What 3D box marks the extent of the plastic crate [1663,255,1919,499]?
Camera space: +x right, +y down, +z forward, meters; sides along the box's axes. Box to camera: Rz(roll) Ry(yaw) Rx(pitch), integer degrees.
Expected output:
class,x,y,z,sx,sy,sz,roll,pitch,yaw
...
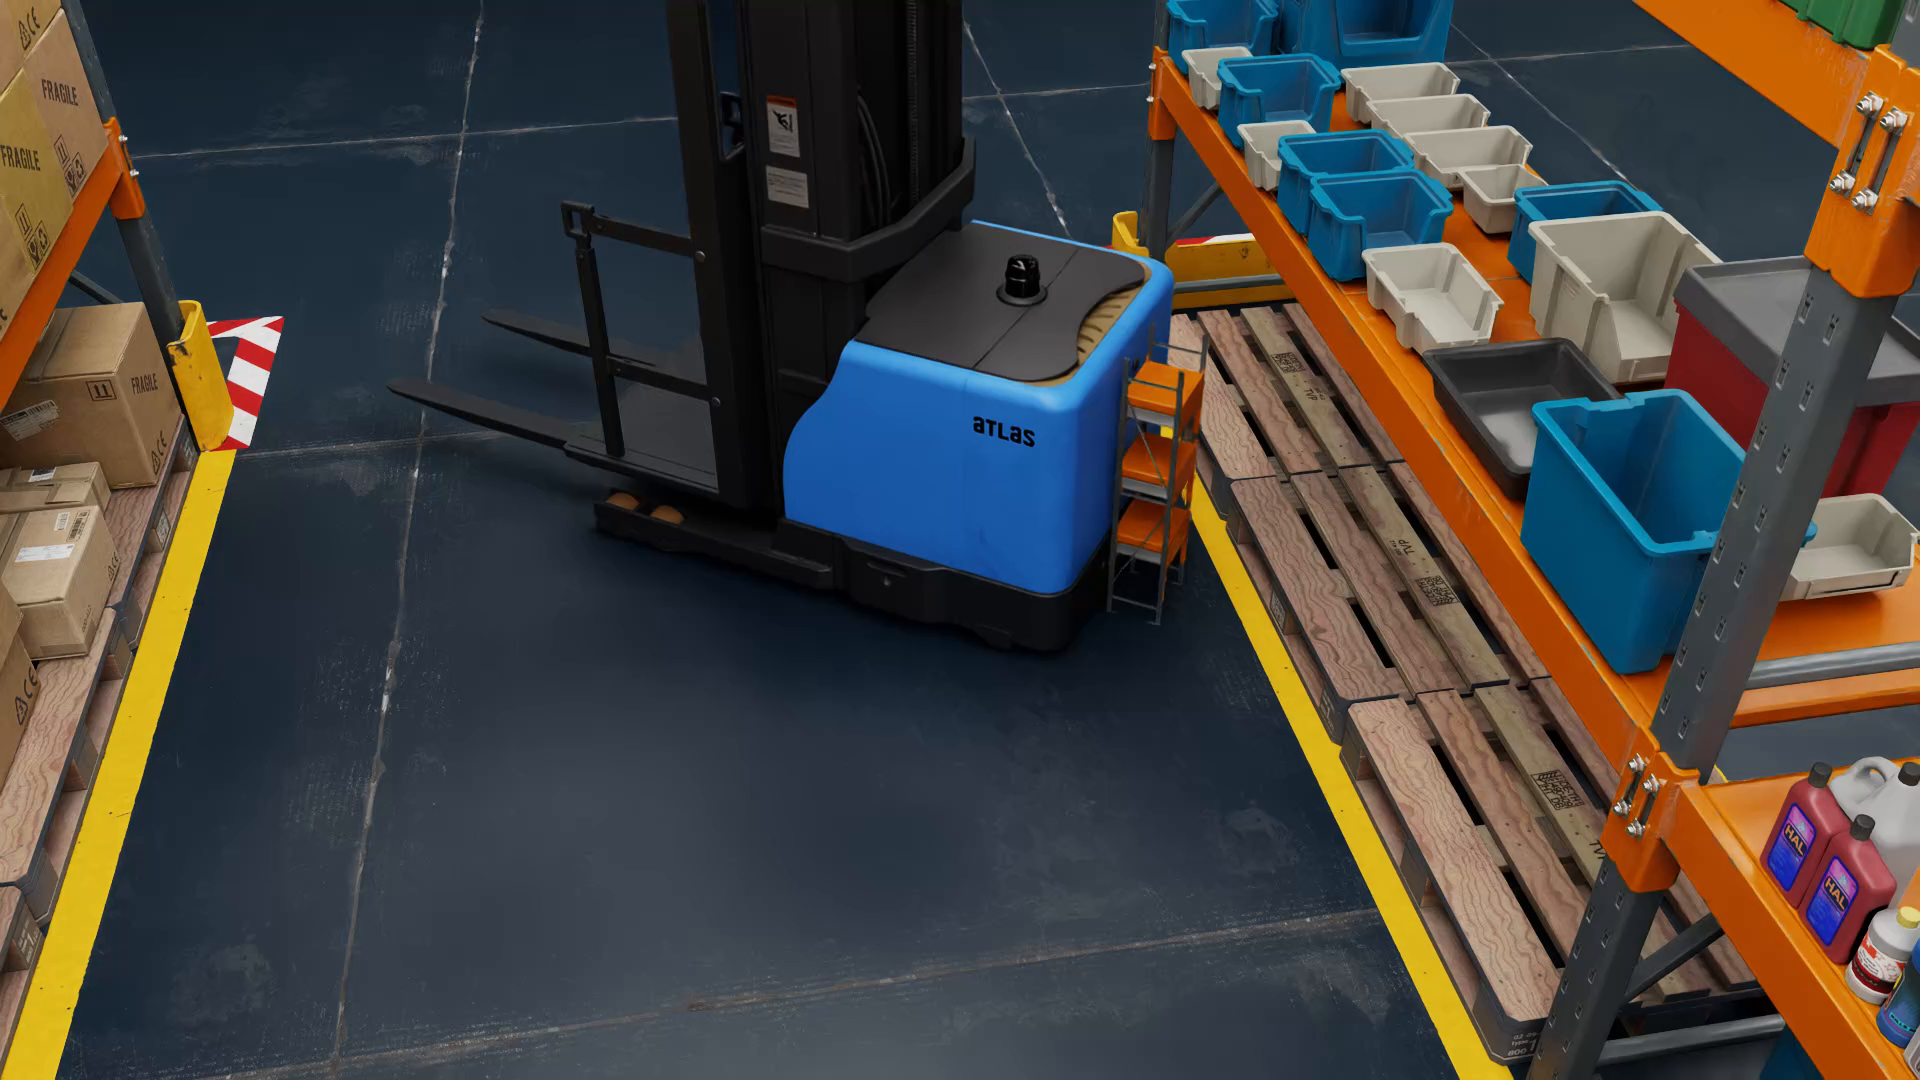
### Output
class,x,y,z,sx,sy,sz,roll,pitch,yaw
plastic crate,2.071,-0.367,4.176,0.402,0.464,0.583,-6,38,-8

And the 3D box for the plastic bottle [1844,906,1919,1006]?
class,x,y,z,sx,sy,sz,roll,pitch,yaw
plastic bottle,1.686,0.743,3.011,0.097,0.201,0.097,0,38,0

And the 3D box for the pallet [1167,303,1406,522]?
class,x,y,z,sx,sy,sz,roll,pitch,yaw
pallet,1.386,-0.564,6.804,1.003,0.211,1.213,-6,38,-8

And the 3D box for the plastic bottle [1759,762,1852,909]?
class,x,y,z,sx,sy,sz,roll,pitch,yaw
plastic bottle,1.625,0.562,3.177,0.061,0.283,0.133,-6,38,-8

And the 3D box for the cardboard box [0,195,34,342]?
class,x,y,z,sx,sy,sz,roll,pitch,yaw
cardboard box,-3.075,-0.820,4.779,0.500,0.500,0.500,-6,38,-8

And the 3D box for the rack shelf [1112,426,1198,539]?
class,x,y,z,sx,sy,sz,roll,pitch,yaw
rack shelf,0.664,-0.197,5.665,0.215,0.259,0.240,16,40,19

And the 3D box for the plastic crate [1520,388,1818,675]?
class,x,y,z,sx,sy,sz,roll,pitch,yaw
plastic crate,1.563,-0.014,3.787,0.392,0.384,0.575,-6,38,-8

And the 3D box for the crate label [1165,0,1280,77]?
class,x,y,z,sx,sy,sz,roll,pitch,yaw
crate label,0.998,-1.940,6.390,0.416,0.233,0.303,-6,38,-8

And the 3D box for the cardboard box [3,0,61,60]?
class,x,y,z,sx,sy,sz,roll,pitch,yaw
cardboard box,-3.249,-1.832,5.267,0.500,0.500,0.500,-7,38,-8

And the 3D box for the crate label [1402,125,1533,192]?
class,x,y,z,sx,sy,sz,roll,pitch,yaw
crate label,1.710,-1.272,5.608,0.396,0.136,0.243,-6,38,-8

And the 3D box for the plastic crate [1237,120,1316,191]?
class,x,y,z,sx,sy,sz,roll,pitch,yaw
plastic crate,1.092,-1.290,5.632,0.250,0.136,0.298,-6,38,-8

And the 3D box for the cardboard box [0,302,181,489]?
class,x,y,z,sx,sy,sz,roll,pitch,yaw
cardboard box,-3.260,-0.522,6.155,0.500,0.500,0.500,-6,38,-8

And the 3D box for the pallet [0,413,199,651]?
class,x,y,z,sx,sy,sz,roll,pitch,yaw
pallet,-3.444,-0.008,6.089,1.003,0.211,1.213,-6,38,-8

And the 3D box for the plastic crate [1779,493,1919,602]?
class,x,y,z,sx,sy,sz,roll,pitch,yaw
plastic crate,2.040,0.033,3.929,0.396,0.136,0.243,-6,38,-8

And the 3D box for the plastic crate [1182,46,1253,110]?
class,x,y,z,sx,sy,sz,roll,pitch,yaw
plastic crate,0.973,-1.700,6.159,0.250,0.136,0.298,-6,38,-8

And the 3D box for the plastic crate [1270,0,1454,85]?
class,x,y,z,sx,sy,sz,roll,pitch,yaw
plastic crate,1.522,-2.023,6.331,0.616,0.435,0.499,-6,38,-8

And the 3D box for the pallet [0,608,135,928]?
class,x,y,z,sx,sy,sz,roll,pitch,yaw
pallet,-3.234,0.727,5.142,1.003,0.211,1.213,-6,38,-8

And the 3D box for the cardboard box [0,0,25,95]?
class,x,y,z,sx,sy,sz,roll,pitch,yaw
cardboard box,-3.160,-1.527,4.874,0.500,0.500,0.500,-5,38,-7

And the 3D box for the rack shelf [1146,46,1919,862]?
class,x,y,z,sx,sy,sz,roll,pitch,yaw
rack shelf,1.630,-0.675,5.261,1.077,0.370,4.000,-6,38,-8

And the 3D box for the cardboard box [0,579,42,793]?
class,x,y,z,sx,sy,sz,roll,pitch,yaw
cardboard box,-3.231,0.457,4.893,0.797,0.503,0.637,-6,38,-8

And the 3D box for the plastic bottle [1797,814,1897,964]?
class,x,y,z,sx,sy,sz,roll,pitch,yaw
plastic bottle,1.648,0.643,3.073,0.061,0.283,0.133,-6,38,-8

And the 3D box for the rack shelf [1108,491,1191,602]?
class,x,y,z,sx,sy,sz,roll,pitch,yaw
rack shelf,0.664,0.023,5.836,0.215,0.259,0.240,16,40,19

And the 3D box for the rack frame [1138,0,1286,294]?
class,x,y,z,sx,sy,sz,roll,pitch,yaw
rack frame,1.279,-2.167,6.595,1.000,3.000,0.127,-6,38,-8

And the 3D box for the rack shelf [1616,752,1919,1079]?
class,x,y,z,sx,sy,sz,roll,pitch,yaw
rack shelf,2.331,1.741,2.151,1.077,0.370,4.000,-6,38,-8

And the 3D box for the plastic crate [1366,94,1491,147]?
class,x,y,z,sx,sy,sz,roll,pitch,yaw
plastic crate,1.637,-1.437,5.821,0.396,0.136,0.243,-6,38,-8

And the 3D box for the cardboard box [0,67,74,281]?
class,x,y,z,sx,sy,sz,roll,pitch,yaw
cardboard box,-3.157,-1.122,5.168,0.500,0.500,0.500,-6,38,-8

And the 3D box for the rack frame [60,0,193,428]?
class,x,y,z,sx,sy,sz,roll,pitch,yaw
rack frame,-3.598,-1.637,5.912,1.000,3.000,0.127,-6,38,-8

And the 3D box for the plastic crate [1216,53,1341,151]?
class,x,y,z,sx,sy,sz,roll,pitch,yaw
plastic crate,1.114,-1.543,5.878,0.416,0.233,0.300,-6,38,-8

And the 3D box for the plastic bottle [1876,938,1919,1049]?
class,x,y,z,sx,sy,sz,roll,pitch,yaw
plastic bottle,1.703,0.774,2.914,0.097,0.271,0.097,0,38,0

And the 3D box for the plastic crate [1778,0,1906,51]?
class,x,y,z,sx,sy,sz,roll,pitch,yaw
plastic crate,1.609,-1.076,2.917,0.450,0.188,0.662,-6,38,-8

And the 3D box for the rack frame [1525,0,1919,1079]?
class,x,y,z,sx,sy,sz,roll,pitch,yaw
rack frame,1.980,0.249,3.485,1.000,3.000,0.127,-6,38,-8

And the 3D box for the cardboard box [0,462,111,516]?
class,x,y,z,sx,sy,sz,roll,pitch,yaw
cardboard box,-3.278,-0.136,5.930,0.380,0.166,0.250,-6,38,-8

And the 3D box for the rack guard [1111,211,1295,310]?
class,x,y,z,sx,sy,sz,roll,pitch,yaw
rack guard,1.262,-1.193,7.379,1.175,0.500,0.348,-6,38,-8

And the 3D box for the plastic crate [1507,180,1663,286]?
class,x,y,z,sx,sy,sz,roll,pitch,yaw
plastic crate,1.892,-0.912,5.067,0.416,0.233,0.300,-6,38,-8

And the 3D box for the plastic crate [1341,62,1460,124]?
class,x,y,z,sx,sy,sz,roll,pitch,yaw
plastic crate,1.600,-1.614,6.048,0.396,0.136,0.243,-6,38,-8

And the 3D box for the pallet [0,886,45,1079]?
class,x,y,z,sx,sy,sz,roll,pitch,yaw
pallet,-3.016,1.465,4.192,1.003,0.211,1.213,-6,38,-8

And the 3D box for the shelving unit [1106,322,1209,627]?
class,x,y,z,sx,sy,sz,roll,pitch,yaw
shelving unit,0.664,-0.205,5.659,0.215,1.050,0.252,16,40,19

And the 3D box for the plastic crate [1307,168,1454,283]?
class,x,y,z,sx,sy,sz,roll,pitch,yaw
plastic crate,1.282,-0.964,5.133,0.416,0.233,0.300,-6,38,-8

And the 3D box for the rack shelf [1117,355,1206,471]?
class,x,y,z,sx,sy,sz,roll,pitch,yaw
rack shelf,0.664,-0.421,5.491,0.215,0.259,0.240,16,40,19

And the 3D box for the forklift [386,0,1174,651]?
class,x,y,z,sx,sy,sz,roll,pitch,yaw
forklift,-0.803,-1.391,5.651,3.031,2.935,1.130,16,41,20

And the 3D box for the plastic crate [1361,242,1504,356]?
class,x,y,z,sx,sy,sz,roll,pitch,yaw
plastic crate,1.379,-0.690,4.860,0.293,0.136,0.466,-6,38,-8

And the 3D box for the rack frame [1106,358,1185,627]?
class,x,y,z,sx,sy,sz,roll,pitch,yaw
rack frame,0.614,-0.137,5.571,0.200,1.050,0.008,16,40,19

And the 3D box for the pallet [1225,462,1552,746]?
class,x,y,z,sx,sy,sz,roll,pitch,yaw
pallet,1.596,0.171,5.857,1.003,0.211,1.213,-6,38,-8

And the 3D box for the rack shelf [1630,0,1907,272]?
class,x,y,z,sx,sy,sz,roll,pitch,yaw
rack shelf,1.630,-1.860,4.340,1.077,0.370,4.000,-6,38,-8

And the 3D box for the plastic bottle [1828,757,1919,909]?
class,x,y,z,sx,sy,sz,roll,pitch,yaw
plastic bottle,1.730,0.540,3.150,0.144,0.351,0.185,-6,38,-8

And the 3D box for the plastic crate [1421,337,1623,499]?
class,x,y,z,sx,sy,sz,roll,pitch,yaw
plastic crate,1.520,-0.314,4.384,0.437,0.125,0.590,-6,38,-8

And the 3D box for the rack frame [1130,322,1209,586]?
class,x,y,z,sx,sy,sz,roll,pitch,yaw
rack frame,0.715,-0.273,5.746,0.200,1.050,0.008,16,40,19

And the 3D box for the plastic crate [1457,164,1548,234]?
class,x,y,z,sx,sy,sz,roll,pitch,yaw
plastic crate,1.780,-1.095,5.380,0.298,0.136,0.250,-6,38,-8

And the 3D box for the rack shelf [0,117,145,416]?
class,x,y,z,sx,sy,sz,roll,pitch,yaw
rack shelf,-3.247,-0.145,4.578,1.077,0.370,4.000,-6,38,-8

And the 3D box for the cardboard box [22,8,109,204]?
class,x,y,z,sx,sy,sz,roll,pitch,yaw
cardboard box,-3.252,-1.435,5.571,0.500,0.500,0.500,-5,38,-7

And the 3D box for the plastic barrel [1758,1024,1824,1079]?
class,x,y,z,sx,sy,sz,roll,pitch,yaw
plastic barrel,2.059,1.242,3.575,0.600,0.901,0.708,-6,38,-8

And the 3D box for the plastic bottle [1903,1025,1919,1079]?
class,x,y,z,sx,sy,sz,roll,pitch,yaw
plastic bottle,1.751,0.839,2.826,0.152,0.276,0.135,-6,38,-8

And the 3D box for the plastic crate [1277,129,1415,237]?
class,x,y,z,sx,sy,sz,roll,pitch,yaw
plastic crate,1.229,-1.145,5.367,0.416,0.233,0.300,-6,38,-8

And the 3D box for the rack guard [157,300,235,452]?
class,x,y,z,sx,sy,sz,roll,pitch,yaw
rack guard,-3.585,-0.604,6.620,1.175,0.500,0.348,-6,38,-8

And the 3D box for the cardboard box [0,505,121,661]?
class,x,y,z,sx,sy,sz,roll,pitch,yaw
cardboard box,-3.123,0.154,5.489,0.500,0.250,0.500,-6,38,-8

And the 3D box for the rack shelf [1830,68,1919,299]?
class,x,y,z,sx,sy,sz,roll,pitch,yaw
rack shelf,2.331,0.556,1.231,1.077,0.370,4.000,-6,38,-8

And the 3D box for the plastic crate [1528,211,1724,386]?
class,x,y,z,sx,sy,sz,roll,pitch,yaw
plastic crate,1.894,-0.670,4.716,0.437,0.282,0.530,-6,38,-8

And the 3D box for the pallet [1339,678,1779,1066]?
class,x,y,z,sx,sy,sz,roll,pitch,yaw
pallet,1.813,0.910,4.907,1.003,0.211,1.213,-6,38,-8
